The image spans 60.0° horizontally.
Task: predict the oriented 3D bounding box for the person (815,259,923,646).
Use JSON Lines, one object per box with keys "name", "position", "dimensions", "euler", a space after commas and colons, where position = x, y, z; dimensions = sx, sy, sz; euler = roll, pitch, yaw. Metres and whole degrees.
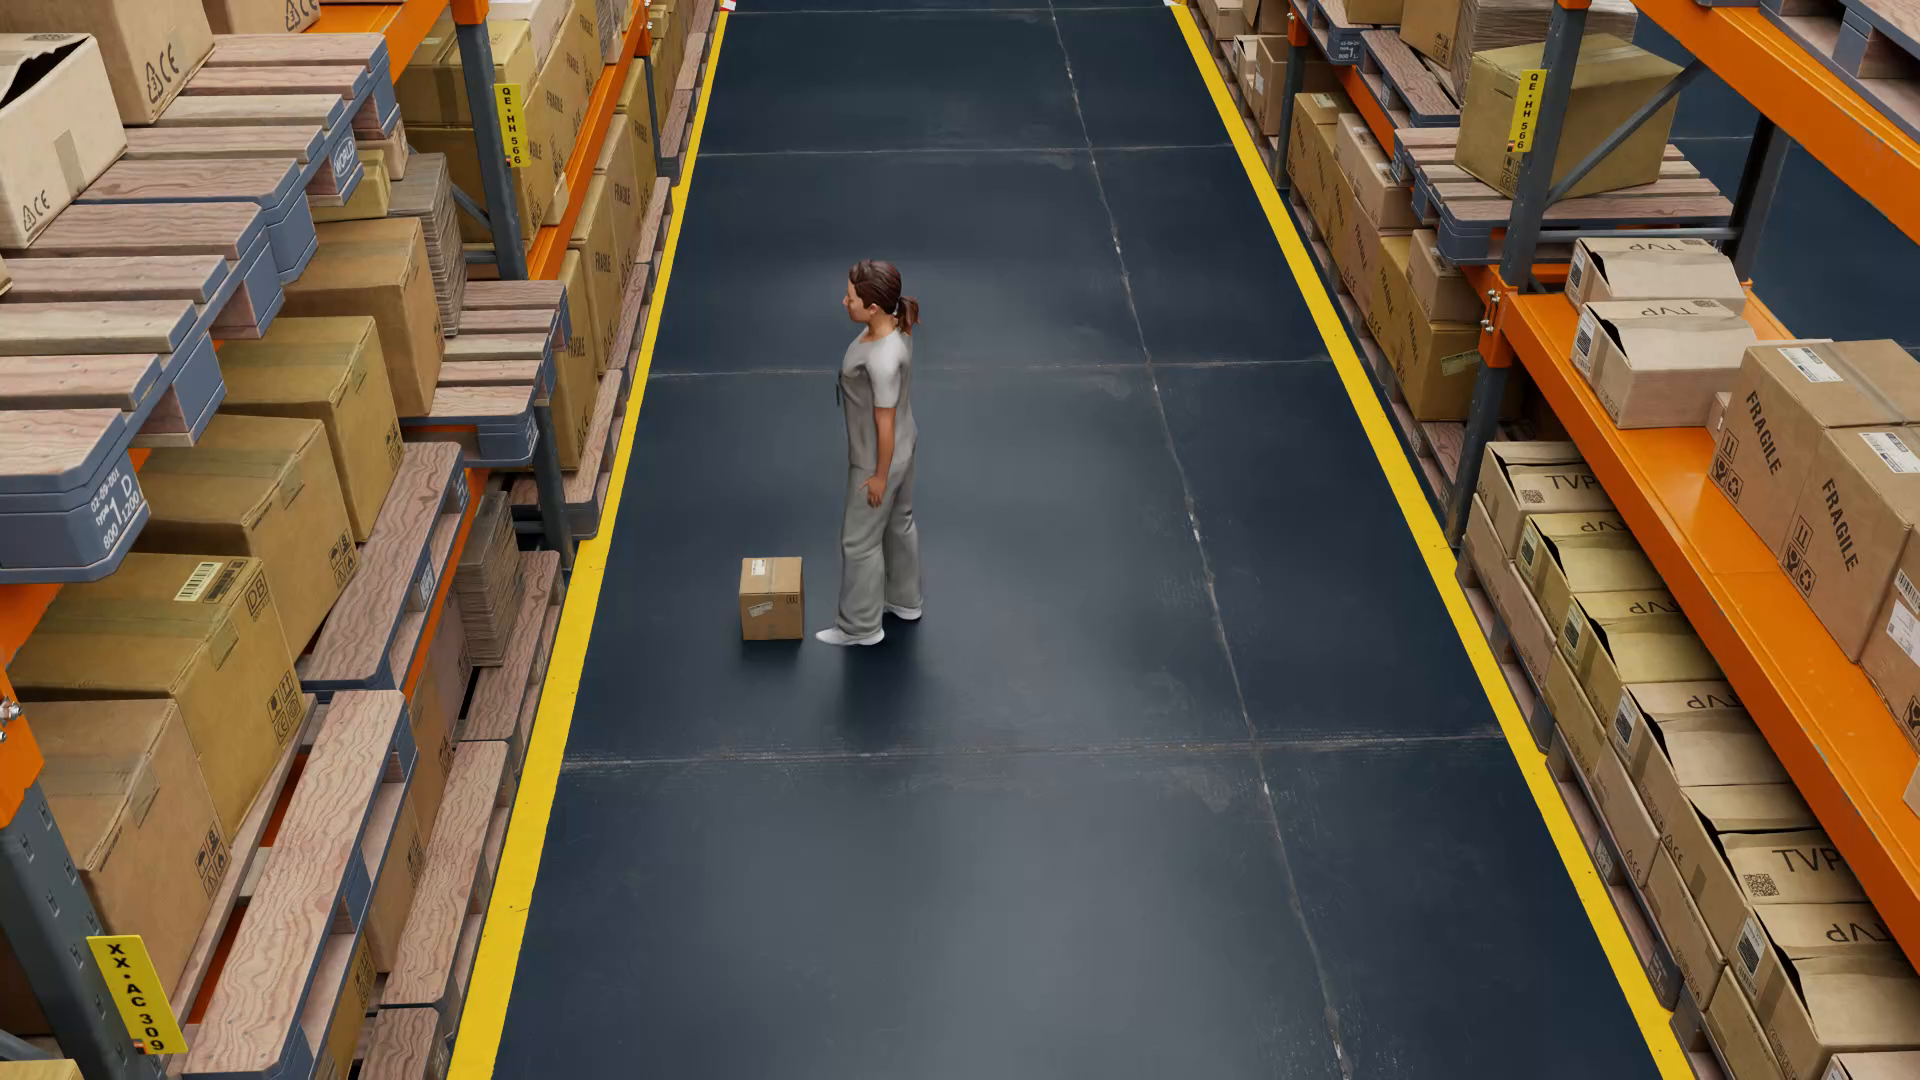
{"name": "person", "position": [-0.371, -0.338, 6.644], "dimensions": [0.465, 1.713, 0.474], "euler": [3, 35, 5]}
